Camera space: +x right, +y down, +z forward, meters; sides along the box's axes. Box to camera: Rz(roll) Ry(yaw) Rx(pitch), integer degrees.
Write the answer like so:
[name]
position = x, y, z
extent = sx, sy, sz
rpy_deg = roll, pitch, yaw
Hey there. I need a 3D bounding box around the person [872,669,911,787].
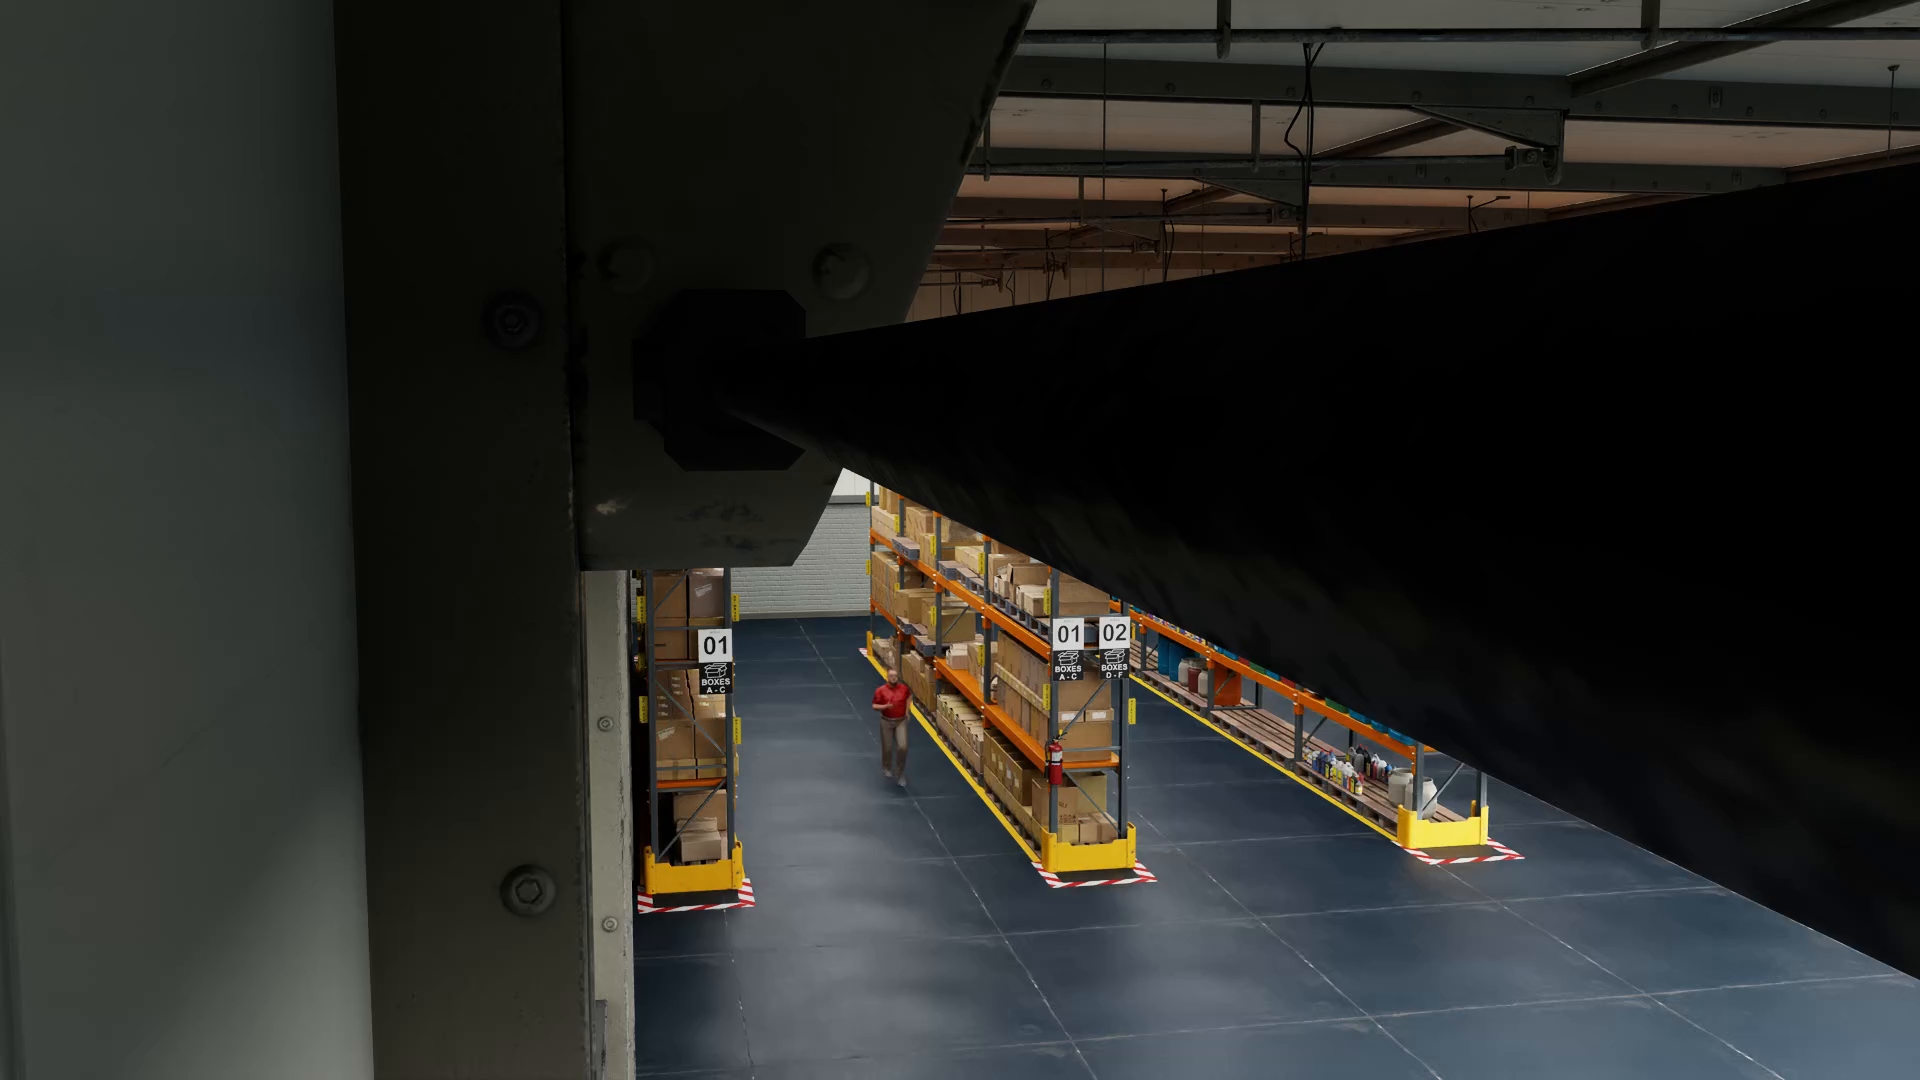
[person]
position = -1.014, 2.848, 25.250
extent = 0.640, 1.778, 0.753
rpy_deg = -1, 6, -11
